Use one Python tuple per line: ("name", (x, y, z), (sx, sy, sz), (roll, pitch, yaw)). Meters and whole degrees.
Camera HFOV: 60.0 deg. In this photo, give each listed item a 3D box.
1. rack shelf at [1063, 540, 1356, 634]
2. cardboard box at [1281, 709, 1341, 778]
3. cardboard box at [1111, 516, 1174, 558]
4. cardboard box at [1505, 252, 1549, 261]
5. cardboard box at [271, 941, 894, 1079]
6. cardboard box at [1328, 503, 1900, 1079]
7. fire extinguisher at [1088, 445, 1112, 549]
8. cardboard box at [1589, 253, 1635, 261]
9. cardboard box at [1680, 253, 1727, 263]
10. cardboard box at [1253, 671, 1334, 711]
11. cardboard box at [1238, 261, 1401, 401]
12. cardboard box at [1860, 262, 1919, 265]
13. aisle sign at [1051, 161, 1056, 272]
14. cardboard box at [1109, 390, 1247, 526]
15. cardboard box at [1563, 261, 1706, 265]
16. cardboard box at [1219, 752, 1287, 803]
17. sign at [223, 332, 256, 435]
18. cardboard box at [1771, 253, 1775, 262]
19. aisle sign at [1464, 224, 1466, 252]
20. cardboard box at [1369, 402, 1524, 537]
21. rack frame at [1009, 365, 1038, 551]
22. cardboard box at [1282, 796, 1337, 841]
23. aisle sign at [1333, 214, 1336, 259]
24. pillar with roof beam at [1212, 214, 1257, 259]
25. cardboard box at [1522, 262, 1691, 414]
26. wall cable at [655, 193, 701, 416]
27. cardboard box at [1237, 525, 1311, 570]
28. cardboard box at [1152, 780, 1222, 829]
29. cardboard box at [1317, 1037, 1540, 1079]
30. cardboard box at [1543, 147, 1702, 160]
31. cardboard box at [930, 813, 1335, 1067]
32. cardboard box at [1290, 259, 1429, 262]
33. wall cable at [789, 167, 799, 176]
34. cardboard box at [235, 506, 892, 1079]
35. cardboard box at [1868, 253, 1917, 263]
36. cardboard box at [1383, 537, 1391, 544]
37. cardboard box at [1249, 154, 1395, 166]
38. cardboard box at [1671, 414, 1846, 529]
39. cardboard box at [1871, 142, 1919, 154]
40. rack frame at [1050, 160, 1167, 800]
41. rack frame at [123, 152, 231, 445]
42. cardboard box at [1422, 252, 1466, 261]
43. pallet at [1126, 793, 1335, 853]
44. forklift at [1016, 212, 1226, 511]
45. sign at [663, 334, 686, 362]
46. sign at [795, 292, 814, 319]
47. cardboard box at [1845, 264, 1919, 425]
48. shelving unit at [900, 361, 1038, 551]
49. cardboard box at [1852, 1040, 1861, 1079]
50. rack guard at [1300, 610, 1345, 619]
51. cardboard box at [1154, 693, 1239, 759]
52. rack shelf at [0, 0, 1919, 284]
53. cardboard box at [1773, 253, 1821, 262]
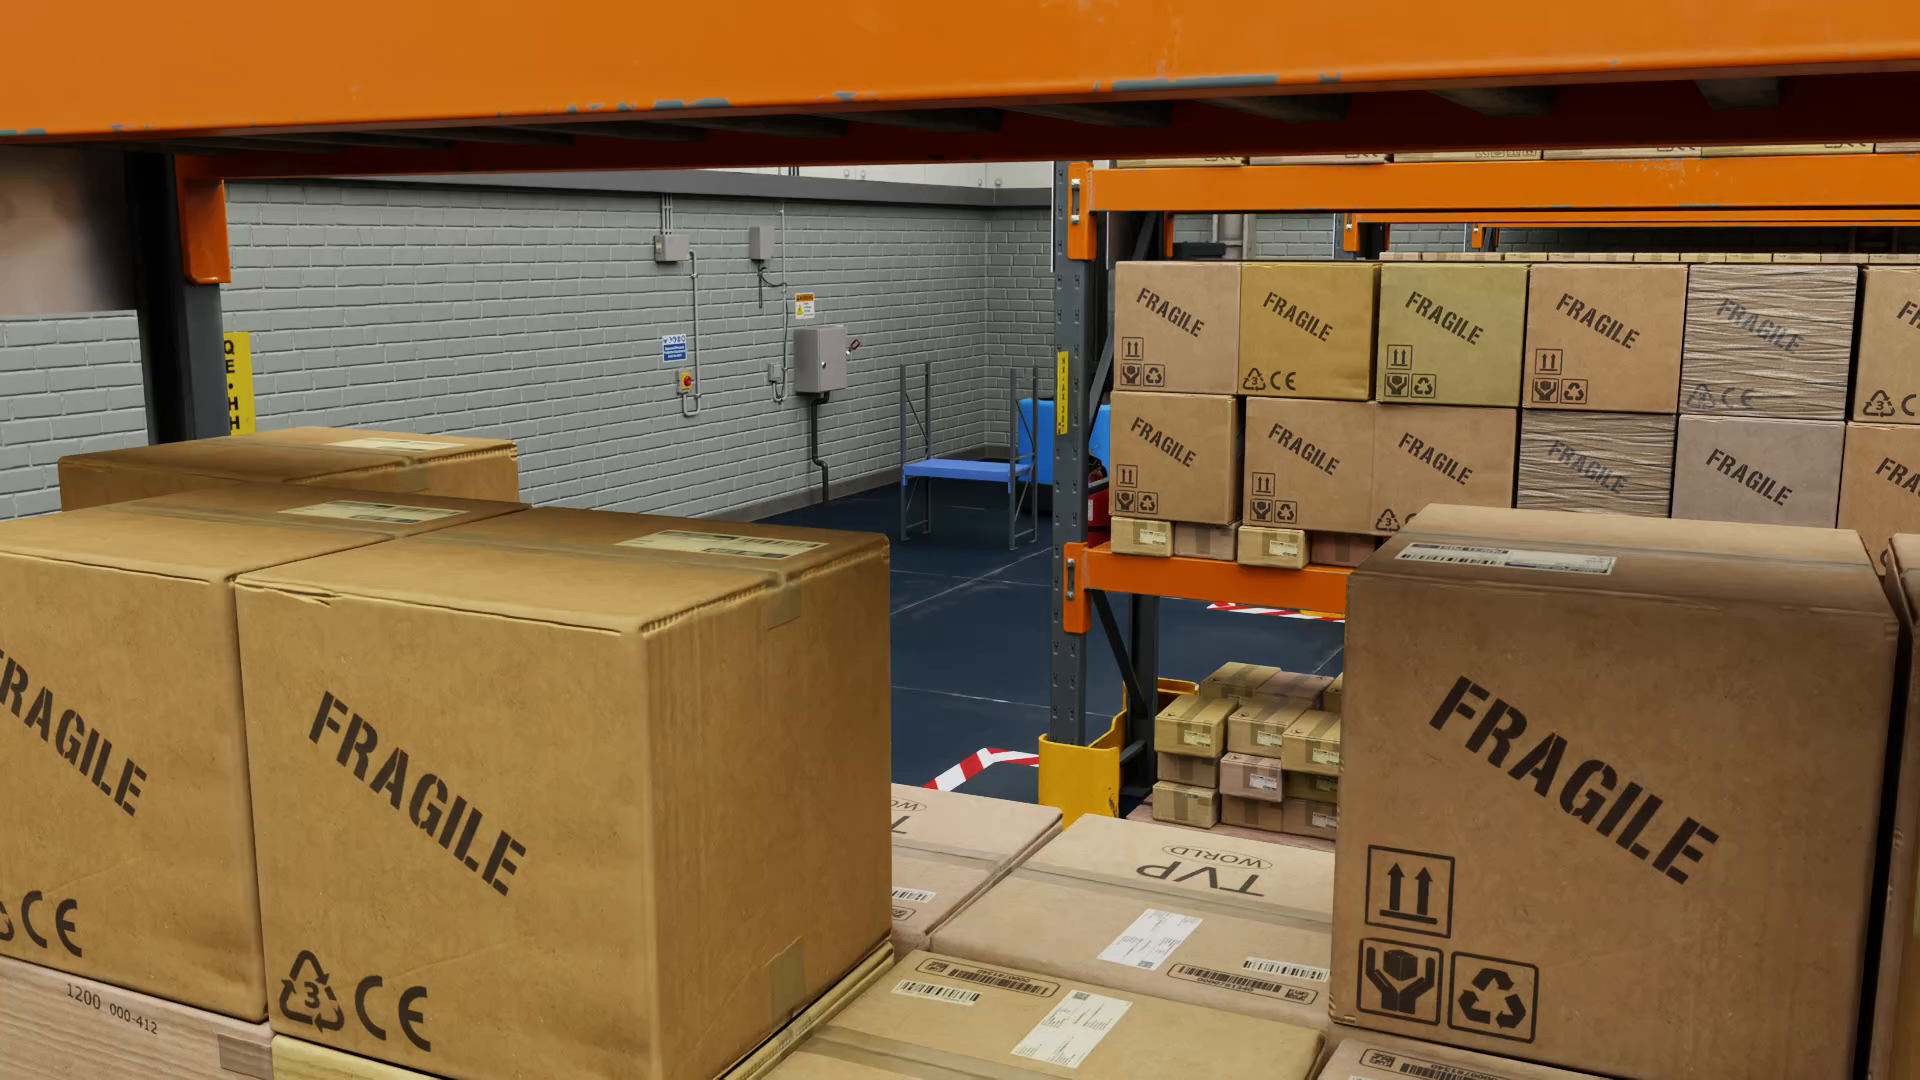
("rack shelf", (2.442, 0.269, 6.344), (4.000, 0.370, 1.077), (5, 11, 26))
("cardboard box", (1.438, 0.799, 6.550), (0.250, 0.149, 0.380), (5, 11, 26))
("cardboard box", (0.794, -0.042, 6.743), (0.250, 0.149, 0.380), (5, 11, 25))
("cardboard box", (3.637, -1.764, 10.644), (0.250, 0.149, 0.380), (5, 11, 24))
("cardboard box", (-0.408, 0.630, 1.915), (0.500, 0.250, 0.500), (5, 11, 24))
("cardboard box", (0.727, 0.256, 1.874), (0.500, 0.500, 0.500), (5, 11, 24))
("fire extinguisher", (0.627, -0.115, 7.708), (0.183, 0.674, 0.296), (5, 11, 26))
("cardboard box", (4.101, -1.725, 10.430), (0.250, 0.149, 0.380), (5, 11, 26))
("cardboard box", (4.573, -1.688, 10.225), (0.250, 0.149, 0.380), (5, 11, 26))
("cardboard box", (1.435, 0.691, 7.147), (0.250, 0.149, 0.380), (5, 12, 27))
("cardboard box", (1.389, -0.814, 6.382), (0.500, 0.500, 0.500), (5, 12, 27))
("cardboard box", (3.467, -0.728, 5.908), (0.500, 0.500, 0.500), (5, 11, 24))
("aisle sign", (0.450, -1.480, 6.686), (0.004, 0.787, 0.394), (5, 11, 26))
("cardboard box", (0.929, -0.359, 6.676), (0.500, 0.500, 0.500), (6, 12, 29))
("cardboard box", (2.569, -0.814, 6.380), (0.500, 0.500, 0.500), (5, 11, 24))
("cardboard box", (1.225, 0.920, 6.717), (0.250, 0.149, 0.380), (5, 11, 26))
("sign", (-1.384, -0.231, 3.166), (0.005, 0.325, 0.100), (5, 11, 26))
("cardboard box", (5.261, -1.739, 10.507), (0.250, 0.149, 0.380), (5, 11, 24))
("aisle sign", (4.750, -3.072, 15.484), (0.004, 0.787, 0.394), (5, 11, 26))
("cardboard box", (1.854, -0.280, 6.241), (0.500, 0.500, 0.500), (5, 11, 27))
("rack frame", (0.532, -0.691, 13.838), (0.032, 1.500, 0.500), (5, 11, 26))
("cardboard box", (1.473, 1.072, 6.713), (0.250, 0.149, 0.380), (5, 11, 26))
("aisle sign", (2.555, -2.280, 11.107), (0.004, 0.787, 0.394), (5, 11, 26))
("pillar with roof beam", (1.017, -4.456, 13.581), (0.400, 9.000, 9.100), (5, 11, 26))
("cardboard box", (2.304, -0.730, 5.917), (0.500, 0.500, 0.500), (5, 11, 24))
("wall cable", (-2.319, -1.998, 13.904), (0.123, 1.953, 0.585), (5, 11, 26))
("cardboard box", (1.258, 0.002, 6.504), (0.250, 0.149, 0.380), (5, 11, 24))
("cardboard box", (0.977, 1.046, 6.856), (0.250, 0.149, 0.380), (5, 12, 27))
("cardboard box", (0.515, 0.710, 1.469), (0.500, 0.250, 0.500), (5, 12, 27))
("cardboard box", (2.334, -1.446, 5.796), (0.500, 0.250, 0.500), (5, 11, 26))
("cardboard box", (0.295, 0.585, 2.162), (0.500, 0.250, 0.500), (5, 11, 26))
("cardboard box", (1.623, -0.894, 6.826), (0.500, 0.500, 0.500), (5, 11, 24))
("wall cable", (-0.876, -4.977, 16.358), (0.133, 3.039, 2.988), (5, 11, 26))
("cardboard box", (-0.410, 0.260, 1.853), (0.500, 0.500, 0.500), (5, 11, 24))
("cardboard box", (5.510, -1.620, 9.846), (0.250, 0.149, 0.380), (5, 11, 26))
("cardboard box", (1.783, 0.025, 6.372), (0.250, 0.149, 0.380), (5, 11, 25))
("cardboard box", (1.408, -1.527, 6.243), (0.500, 0.250, 0.500), (5, 12, 28))
("cardboard box", (2.766, -0.197, 5.780), (0.500, 0.500, 0.500), (5, 11, 26))
("cardboard box", (3.233, -1.367, 5.358), (0.500, 0.250, 0.500), (5, 11, 26))
("rack frame", (0.648, -0.243, 7.151), (0.127, 3.000, 1.000), (5, 11, 26))
("rack frame", (-1.635, 0.541, 2.821), (0.053, 2.616, 0.949), (5, 11, 26))
("cardboard box", (3.210, -1.821, 10.957), (0.250, 0.149, 0.380), (5, 12, 27))
("pallet", (1.429, 1.205, 6.981), (1.213, 0.211, 1.003), (5, 11, 26))
("forklift", (1.862, -1.838, 16.154), (1.130, 2.935, 3.031), (9, 13, 40))
("sign", (-2.395, -1.612, 13.957), (0.001, 0.218, 0.327), (5, 11, 26))
("sign", (-1.469, -2.220, 15.755), (0.001, 0.242, 0.339), (5, 11, 26))
("cardboard box", (3.228, -0.649, 5.471), (0.500, 0.500, 0.500), (5, 11, 24))
("shelving unit", (0.076, -0.731, 14.059), (1.048, 1.500, 0.538), (5, 11, 26))
("cardboard box", (1.201, 0.665, 1.720), (0.500, 0.250, 0.500), (5, 11, 26))
("rack guard", (2.726, 0.187, 11.796), (0.348, 0.500, 1.175), (5, 11, 26))
("cardboard box", (0.968, 0.756, 6.786), (0.250, 0.149, 0.380), (4, 11, 23))
("rack shelf", (0.157, -0.423, 1.744), (4.000, 0.370, 1.077), (5, 11, 26))
("cardboard box", (5.035, -1.651, 10.018), (0.250, 0.149, 0.380), (5, 11, 25))
